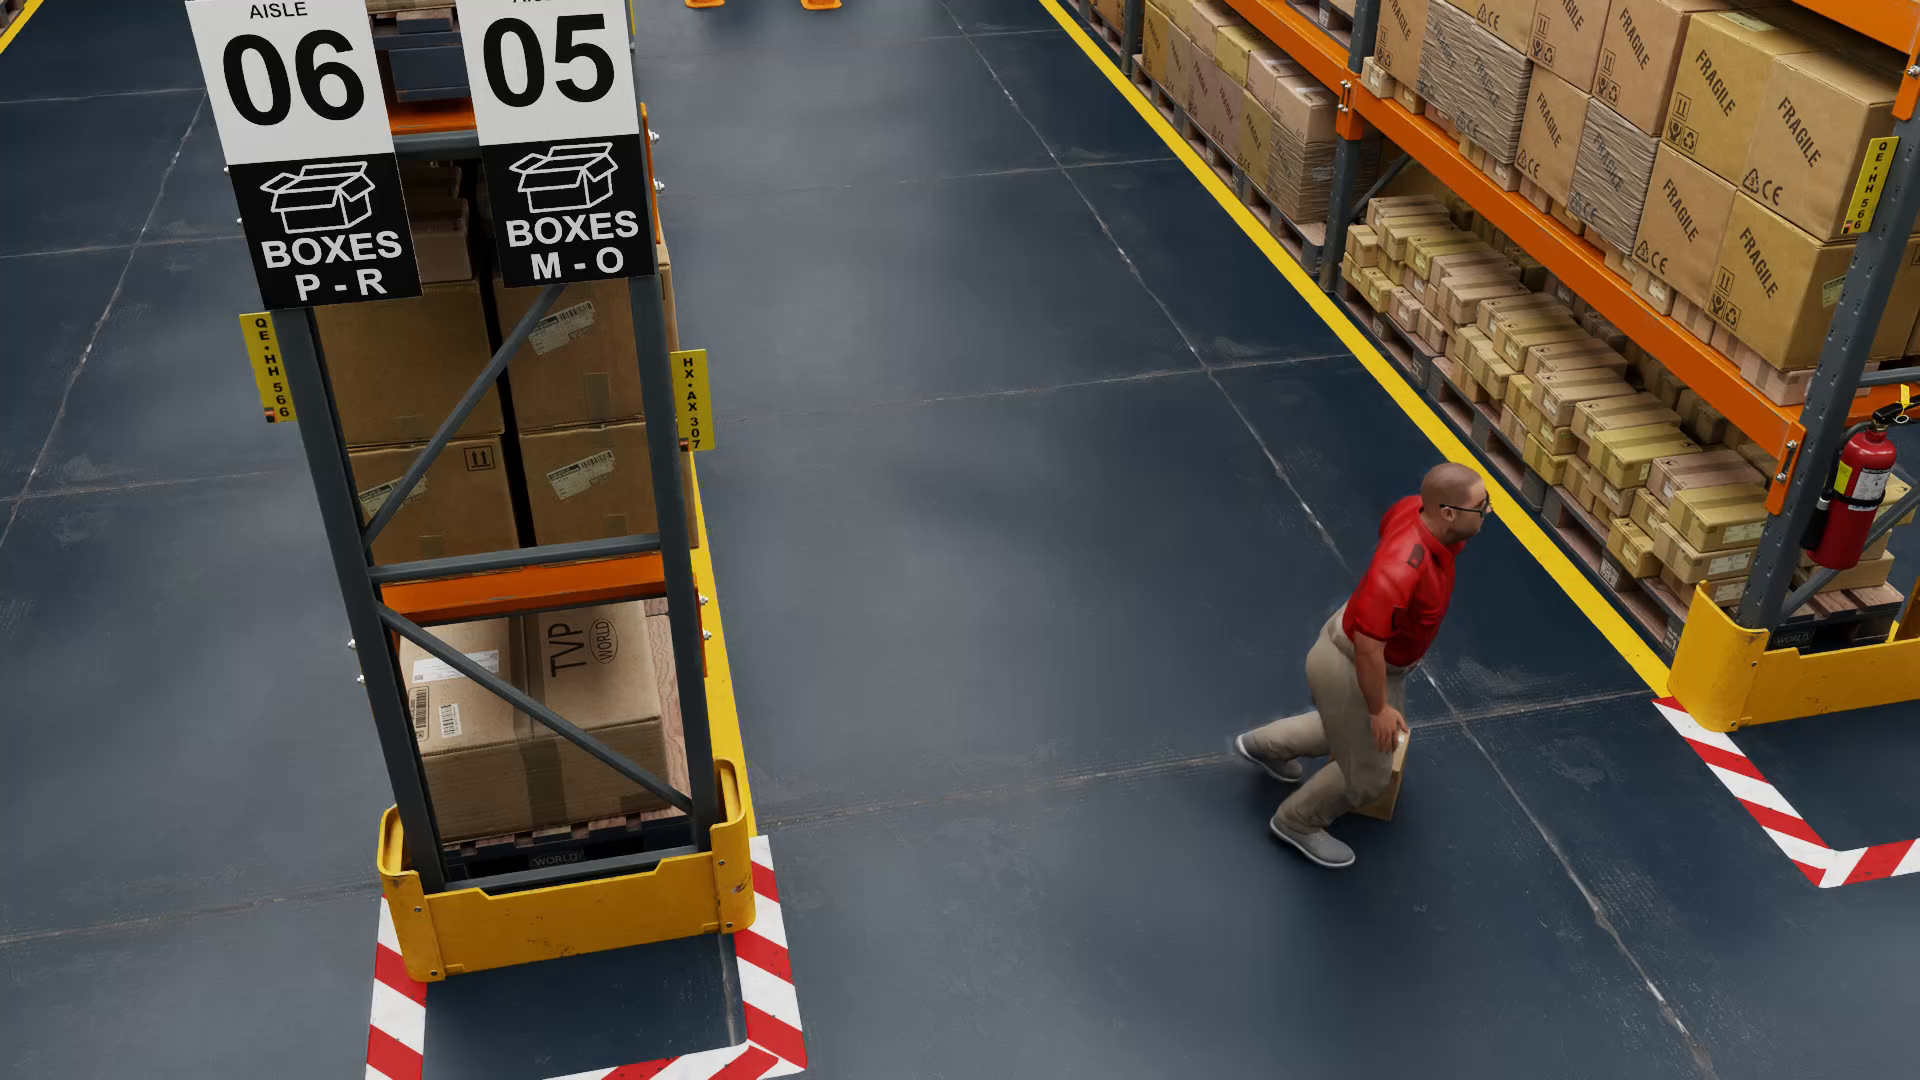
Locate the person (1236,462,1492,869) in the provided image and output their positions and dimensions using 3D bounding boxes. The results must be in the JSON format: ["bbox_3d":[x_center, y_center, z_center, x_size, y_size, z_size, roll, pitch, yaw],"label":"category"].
[{"bbox_3d":[1.314,0.391,5.667,0.732,1.641,0.695,16,37,22],"label":"person"}]
